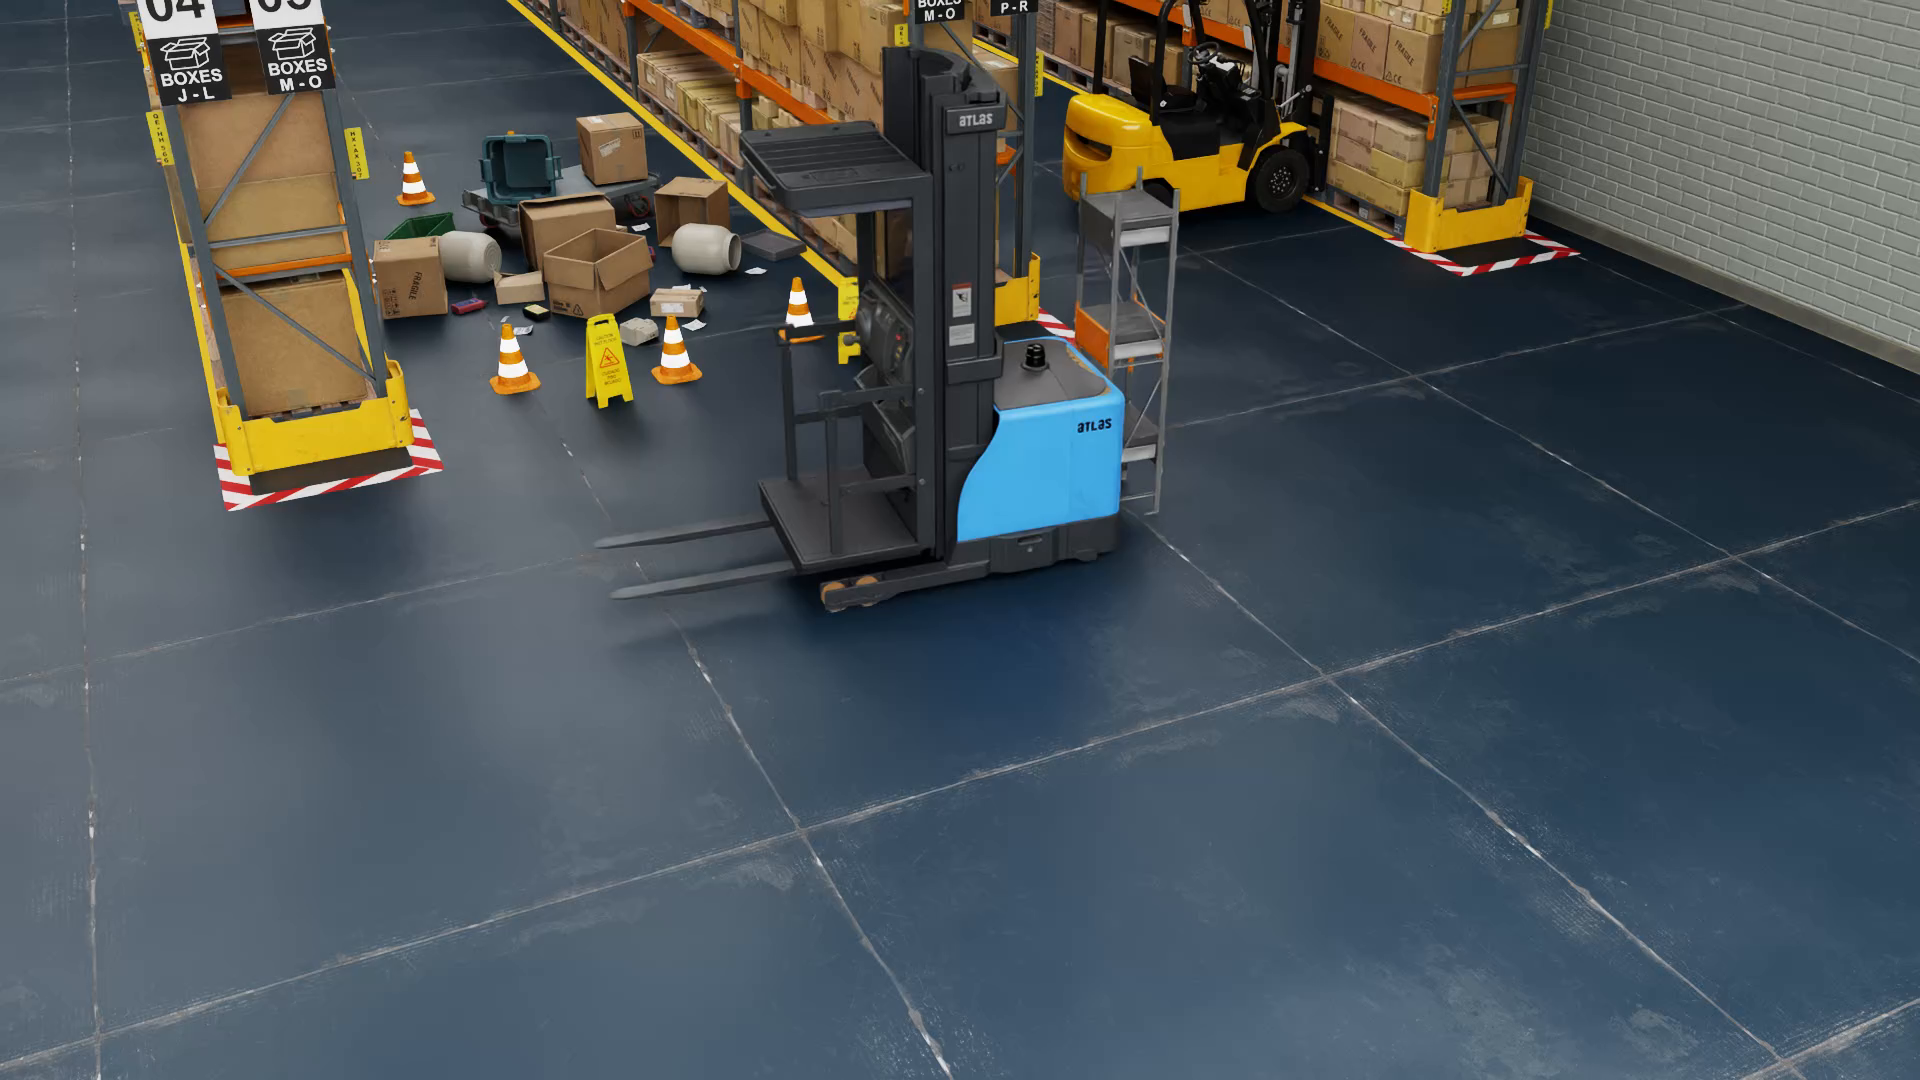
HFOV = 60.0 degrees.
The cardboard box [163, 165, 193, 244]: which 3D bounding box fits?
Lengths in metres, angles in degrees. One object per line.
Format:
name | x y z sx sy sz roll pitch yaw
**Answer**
cardboard box | -6.403 -3.153 14.649 1.050 0.750 0.750 -13 32 -22

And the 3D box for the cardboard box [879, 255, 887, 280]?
cardboard box | -0.511 -2.308 13.653 0.500 0.250 0.500 -13 32 -22

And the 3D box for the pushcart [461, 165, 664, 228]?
pushcart | -3.666 -3.135 15.428 0.936 0.377 1.648 26 38 38

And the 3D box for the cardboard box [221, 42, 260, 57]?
cardboard box | -4.900 -3.136 11.492 0.875 0.550 0.550 -13 32 -22

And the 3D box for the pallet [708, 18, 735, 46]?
pallet | -1.825 -5.064 16.383 1.003 0.211 1.213 -13 32 -22

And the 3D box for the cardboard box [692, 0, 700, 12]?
cardboard box | -2.451 -5.361 16.543 0.380 0.149 0.250 -13 32 -22

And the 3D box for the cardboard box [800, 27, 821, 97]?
cardboard box | -1.016 -4.040 13.953 0.500 0.500 0.500 -13 32 -21

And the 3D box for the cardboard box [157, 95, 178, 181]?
cardboard box | -5.504 -3.099 12.529 0.875 0.550 0.550 -13 32 -22

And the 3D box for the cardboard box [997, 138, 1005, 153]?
cardboard box | 0.130 -3.096 12.935 0.380 0.149 0.250 -13 32 -22

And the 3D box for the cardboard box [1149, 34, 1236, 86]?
cardboard box | 2.619 -5.199 18.426 0.875 0.625 0.625 -12 31 -20

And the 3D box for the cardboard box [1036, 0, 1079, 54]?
cardboard box | 1.391 -6.459 20.674 0.875 0.625 0.625 -12 31 -20

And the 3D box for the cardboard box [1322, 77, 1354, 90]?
cardboard box | 3.899 -4.399 16.361 0.500 0.250 0.500 -14 32 -23

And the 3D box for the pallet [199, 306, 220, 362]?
pallet | -5.272 -1.587 12.838 1.003 0.211 1.213 -13 32 -22

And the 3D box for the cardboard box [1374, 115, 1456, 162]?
cardboard box | 4.091 -3.614 14.961 0.500 0.250 0.500 -12 31 -20

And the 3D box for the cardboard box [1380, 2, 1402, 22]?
cardboard box | 3.976 -4.711 14.793 0.380 0.149 0.250 -12 32 -21

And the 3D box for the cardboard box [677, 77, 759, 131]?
cardboard box | -2.467 -4.671 17.744 0.950 0.372 0.625 -12 31 -20

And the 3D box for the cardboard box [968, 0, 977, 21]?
cardboard box | 0.328 -7.279 22.263 0.500 0.500 0.500 -12 31 -20

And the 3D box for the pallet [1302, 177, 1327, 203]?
pallet | 3.684 -3.707 16.618 1.003 0.211 1.213 -13 32 -22

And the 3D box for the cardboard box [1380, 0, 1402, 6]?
cardboard box | 3.956 -4.839 14.716 0.380 0.149 0.250 -12 32 -21

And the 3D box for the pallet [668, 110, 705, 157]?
pallet | -2.491 -4.446 17.937 1.003 0.211 1.213 -13 32 -22

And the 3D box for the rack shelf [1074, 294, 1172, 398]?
rack shelf | 0.985 -1.155 10.163 0.431 0.518 0.480 -10 31 -18

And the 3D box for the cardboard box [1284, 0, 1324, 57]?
cardboard box | 3.462 -4.939 15.862 0.500 0.500 0.500 -13 32 -22

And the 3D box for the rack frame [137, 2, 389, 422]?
rack frame | -4.338 -1.929 10.595 1.000 3.000 0.127 -13 32 -22

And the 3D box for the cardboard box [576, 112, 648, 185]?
cardboard box | -3.223 -3.632 15.415 0.500 0.500 0.500 -13 32 -22

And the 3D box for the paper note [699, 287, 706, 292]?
paper note | -2.158 -2.107 13.970 0.032 0.001 0.123 -13 32 -22

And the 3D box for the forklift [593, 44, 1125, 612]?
forklift | -0.609 -1.159 9.294 3.031 2.935 1.130 -10 31 -17

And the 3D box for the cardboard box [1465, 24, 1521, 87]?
cardboard box | 4.609 -4.377 14.860 0.500 0.500 0.500 -12 31 -20

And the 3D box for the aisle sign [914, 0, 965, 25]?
aisle sign | -0.146 -4.058 11.735 0.394 0.787 0.004 -13 32 -22

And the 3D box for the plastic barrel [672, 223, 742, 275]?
plastic barrel | -2.165 -2.483 14.219 0.512 0.421 0.421 7 30 13

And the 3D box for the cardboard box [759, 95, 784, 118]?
cardboard box | -1.619 -3.988 15.220 0.380 0.149 0.250 -13 32 -21

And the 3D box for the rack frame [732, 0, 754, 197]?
rack frame | -1.628 -4.779 15.679 1.000 3.000 0.127 -13 32 -22

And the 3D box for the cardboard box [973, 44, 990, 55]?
cardboard box | -0.089 -3.681 13.315 0.500 0.500 0.500 -12 31 -20

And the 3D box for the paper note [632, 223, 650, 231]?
paper note | -2.942 -2.892 15.349 0.148 0.019 0.142 -13 32 -22

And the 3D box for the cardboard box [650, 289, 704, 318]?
cardboard box | -2.298 -1.924 13.501 0.380 0.149 0.250 2 29 4

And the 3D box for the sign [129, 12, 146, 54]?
sign | -6.541 -4.048 13.272 0.100 0.325 0.005 -13 32 -22

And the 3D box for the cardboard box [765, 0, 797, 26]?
cardboard box | -1.244 -4.691 14.094 0.700 0.500 0.500 -14 32 -23

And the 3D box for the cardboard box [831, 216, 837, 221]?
cardboard box | -0.928 -3.077 14.258 0.500 0.500 0.500 -14 32 -23

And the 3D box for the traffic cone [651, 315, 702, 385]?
traffic cone | -2.117 -1.442 12.321 0.336 0.463 0.334 -13 32 -22

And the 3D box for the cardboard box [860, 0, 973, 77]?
cardboard box | -0.327 -3.802 12.507 0.700 0.500 0.500 -14 32 -23

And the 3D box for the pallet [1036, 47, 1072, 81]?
pallet | 1.454 -6.002 20.711 1.003 0.211 1.213 -13 32 -22

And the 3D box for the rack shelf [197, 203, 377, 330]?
rack shelf | -5.197 -2.498 12.347 1.077 0.370 4.000 -13 32 -22

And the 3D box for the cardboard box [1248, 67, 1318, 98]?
cardboard box | 3.212 -4.518 16.573 0.500 0.250 0.500 -12 31 -20

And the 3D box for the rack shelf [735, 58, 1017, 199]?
rack shelf | -0.770 -3.582 14.280 1.077 0.370 4.000 -13 32 -22

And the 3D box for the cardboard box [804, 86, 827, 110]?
cardboard box | -1.108 -3.791 14.173 0.380 0.149 0.250 -13 32 -22

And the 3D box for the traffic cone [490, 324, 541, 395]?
traffic cone | -3.284 -1.355 12.166 0.336 0.463 0.334 -13 32 -22

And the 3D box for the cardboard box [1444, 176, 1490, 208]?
cardboard box | 4.536 -3.298 15.420 0.500 0.250 0.500 -13 32 -22

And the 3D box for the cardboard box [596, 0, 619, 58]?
cardboard box | -3.946 -6.520 20.527 0.875 0.875 0.875 -13 32 -21

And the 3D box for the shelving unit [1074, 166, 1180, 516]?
shelving unit | 0.985 -1.167 10.156 0.431 2.100 0.503 -10 31 -18

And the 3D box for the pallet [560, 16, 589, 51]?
pallet | -4.663 -6.772 22.084 1.003 0.211 1.213 -13 32 -22

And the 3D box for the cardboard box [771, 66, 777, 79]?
cardboard box | -1.486 -4.252 14.995 0.380 0.149 0.250 -13 32 -22

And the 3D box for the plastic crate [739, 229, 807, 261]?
plastic crate | -1.695 -2.640 14.850 0.583 0.080 0.402 26 38 38

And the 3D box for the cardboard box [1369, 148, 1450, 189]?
cardboard box | 4.079 -3.408 15.104 0.500 0.250 0.500 -14 32 -23

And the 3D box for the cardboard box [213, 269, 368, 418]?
cardboard box | -4.689 -1.471 11.522 0.875 0.875 0.875 -13 32 -22

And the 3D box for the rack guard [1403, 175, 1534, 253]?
rack guard | 4.581 -2.956 14.982 1.175 0.500 0.348 -13 32 -22

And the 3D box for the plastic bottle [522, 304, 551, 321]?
plastic bottle | -3.444 -1.848 13.456 0.283 0.061 0.133 26 38 38

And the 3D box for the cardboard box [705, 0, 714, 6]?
cardboard box | -2.248 -5.511 16.148 0.500 0.500 0.500 -13 32 -22

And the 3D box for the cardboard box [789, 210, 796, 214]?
cardboard box | -1.379 -3.213 15.267 0.500 0.250 0.500 -11 31 -19

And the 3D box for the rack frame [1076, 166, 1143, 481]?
rack frame | 0.900 -1.279 10.356 0.400 2.100 0.015 -10 31 -18
